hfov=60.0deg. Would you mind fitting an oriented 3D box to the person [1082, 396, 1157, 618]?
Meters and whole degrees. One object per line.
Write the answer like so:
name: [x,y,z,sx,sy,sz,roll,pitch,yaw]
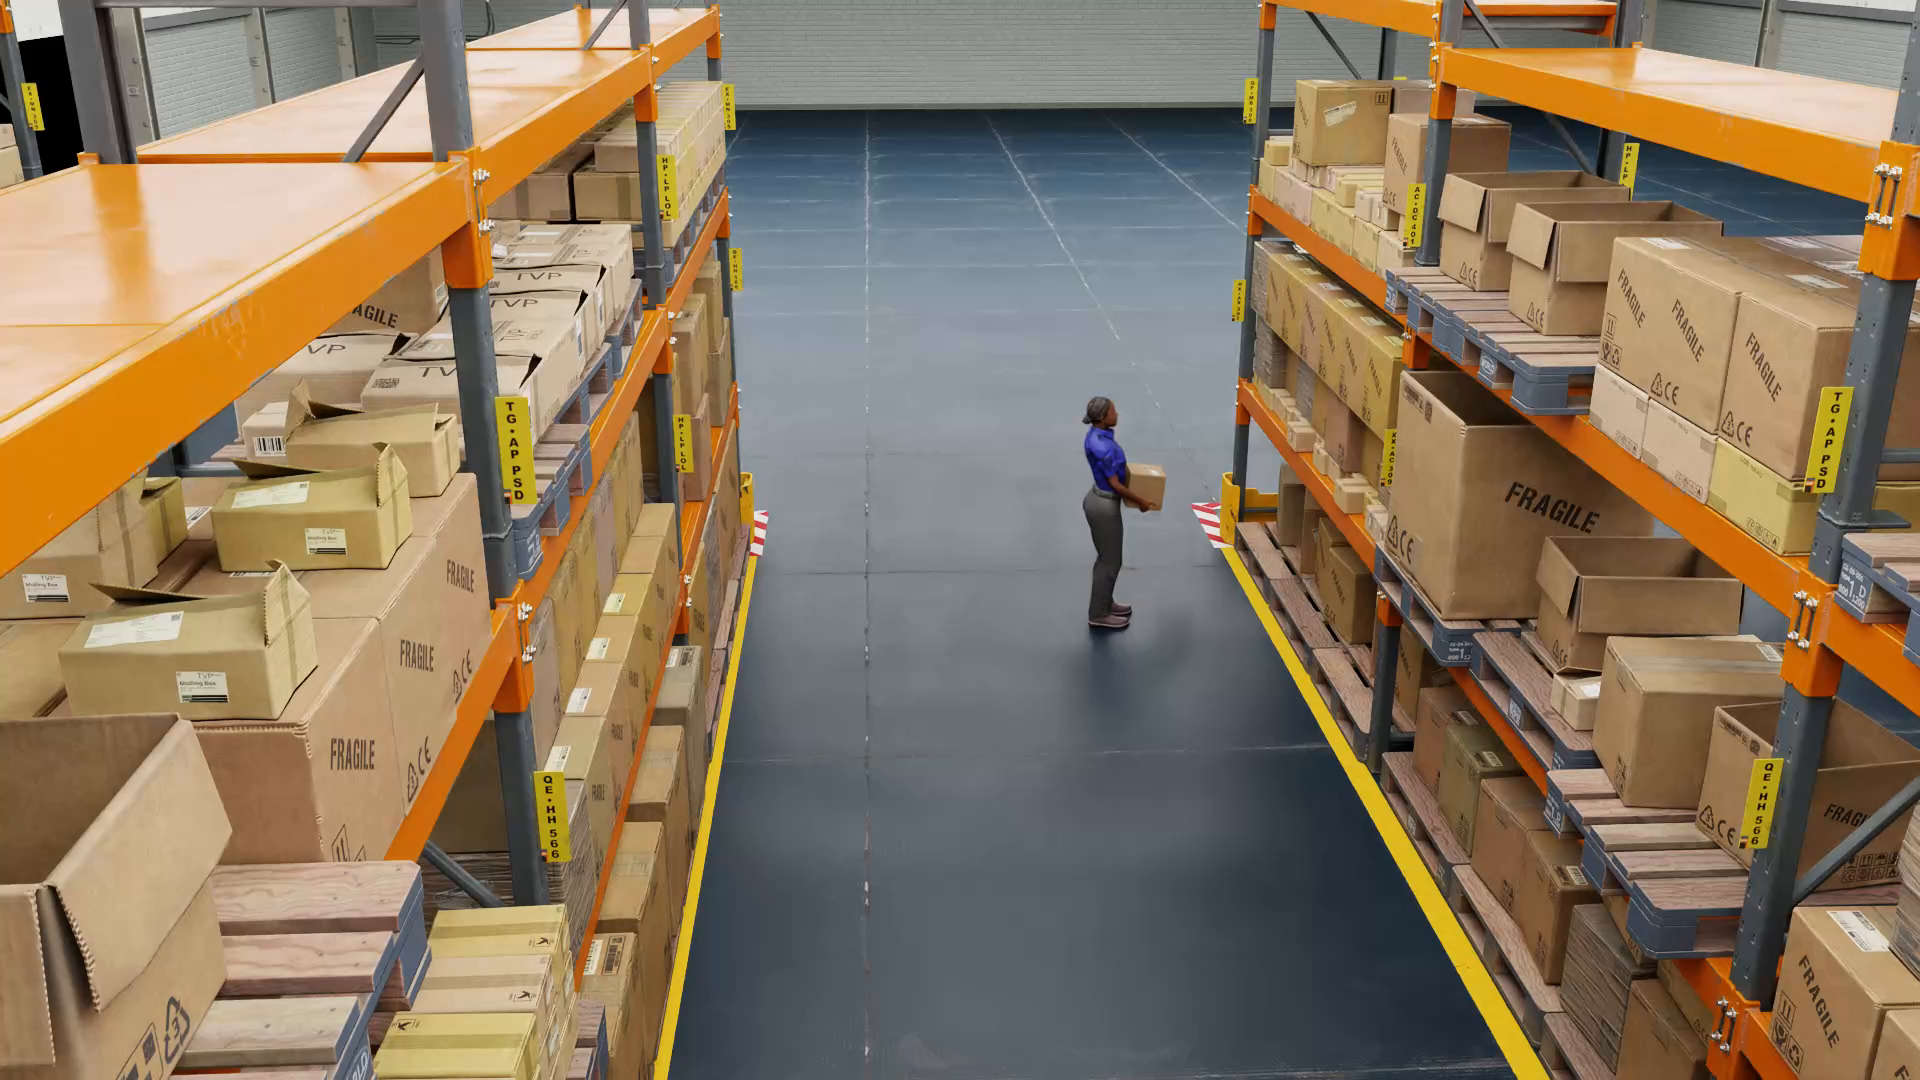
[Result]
person: [1.098,-0.241,11.642,0.522,1.576,0.451,-1,21,-2]
